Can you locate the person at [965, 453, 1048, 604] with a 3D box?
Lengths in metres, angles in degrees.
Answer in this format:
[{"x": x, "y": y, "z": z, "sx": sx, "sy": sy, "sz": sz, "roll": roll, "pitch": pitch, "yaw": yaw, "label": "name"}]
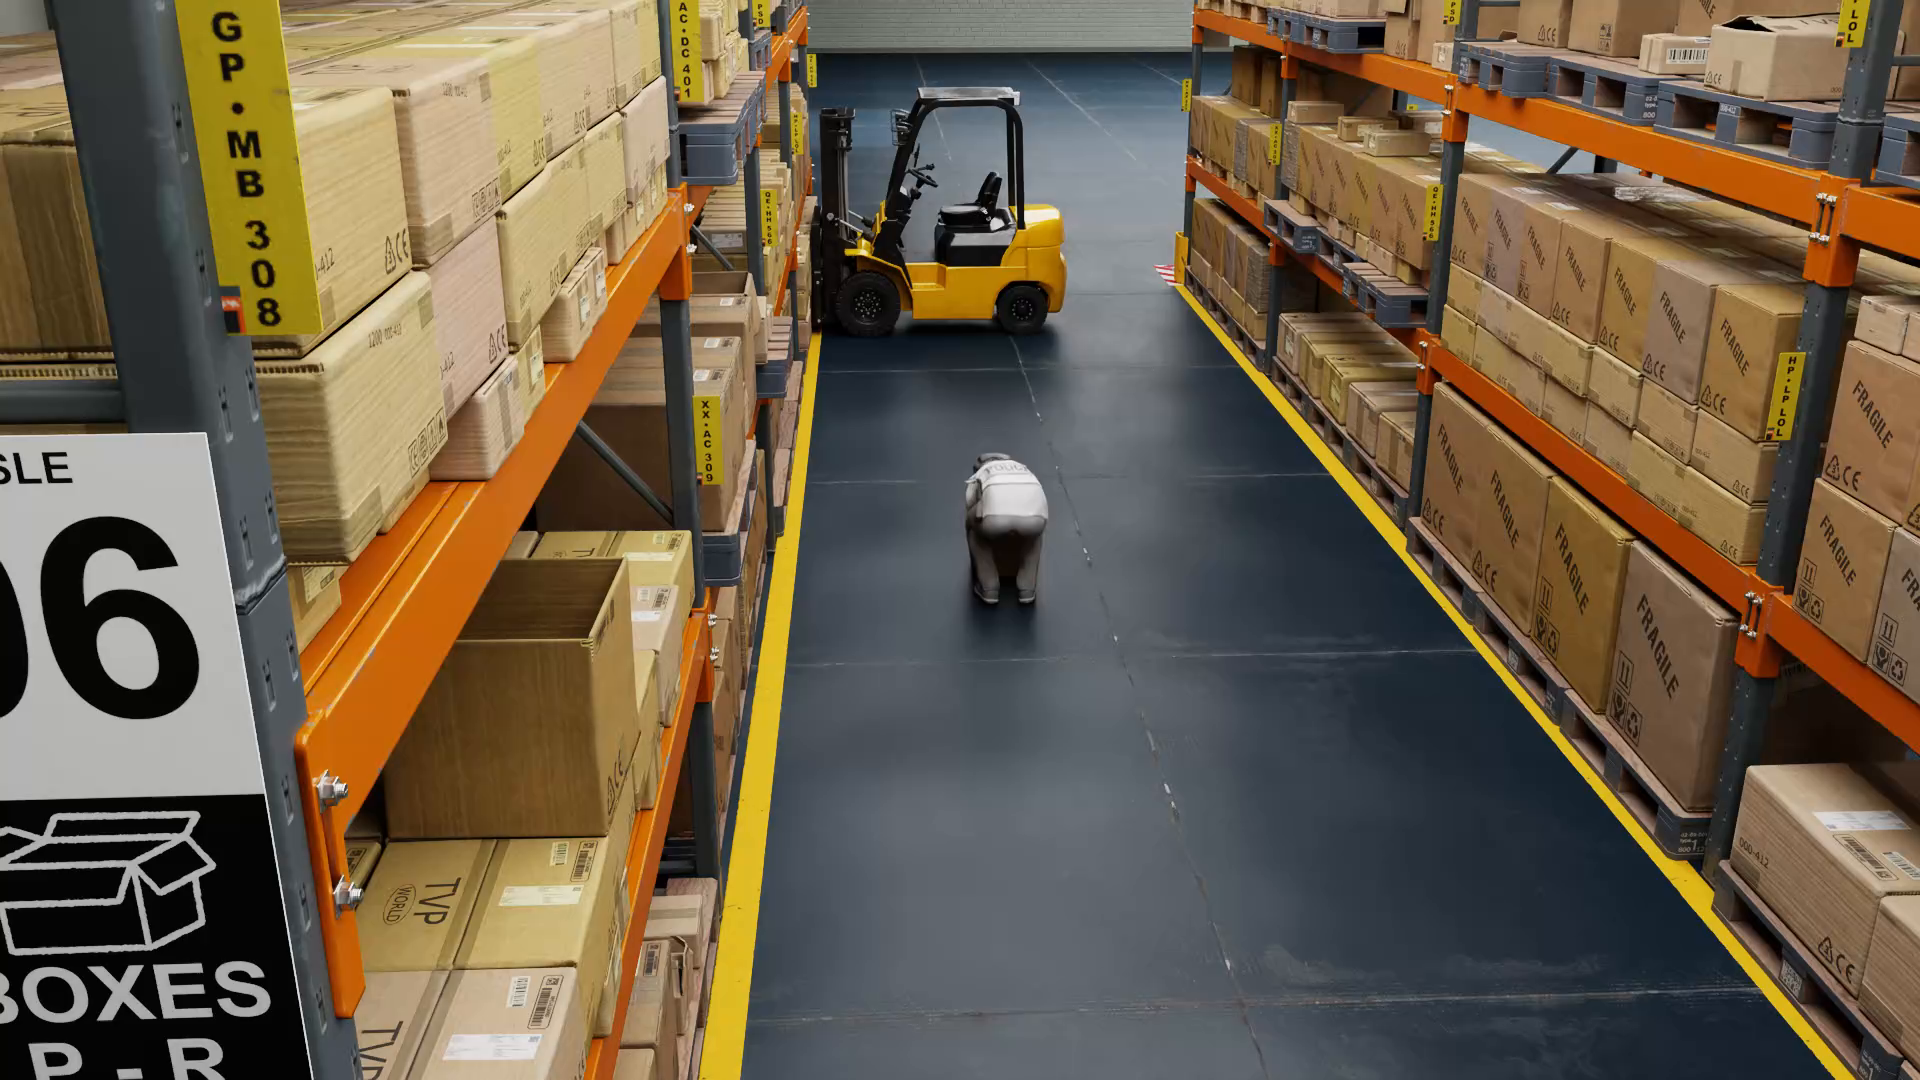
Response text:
[{"x": 0.256, "y": -0.063, "z": 9.545, "sx": 0.445, "sy": 0.801, "sz": 0.924, "roll": -2, "pitch": 21, "yaw": -5, "label": "person"}]
